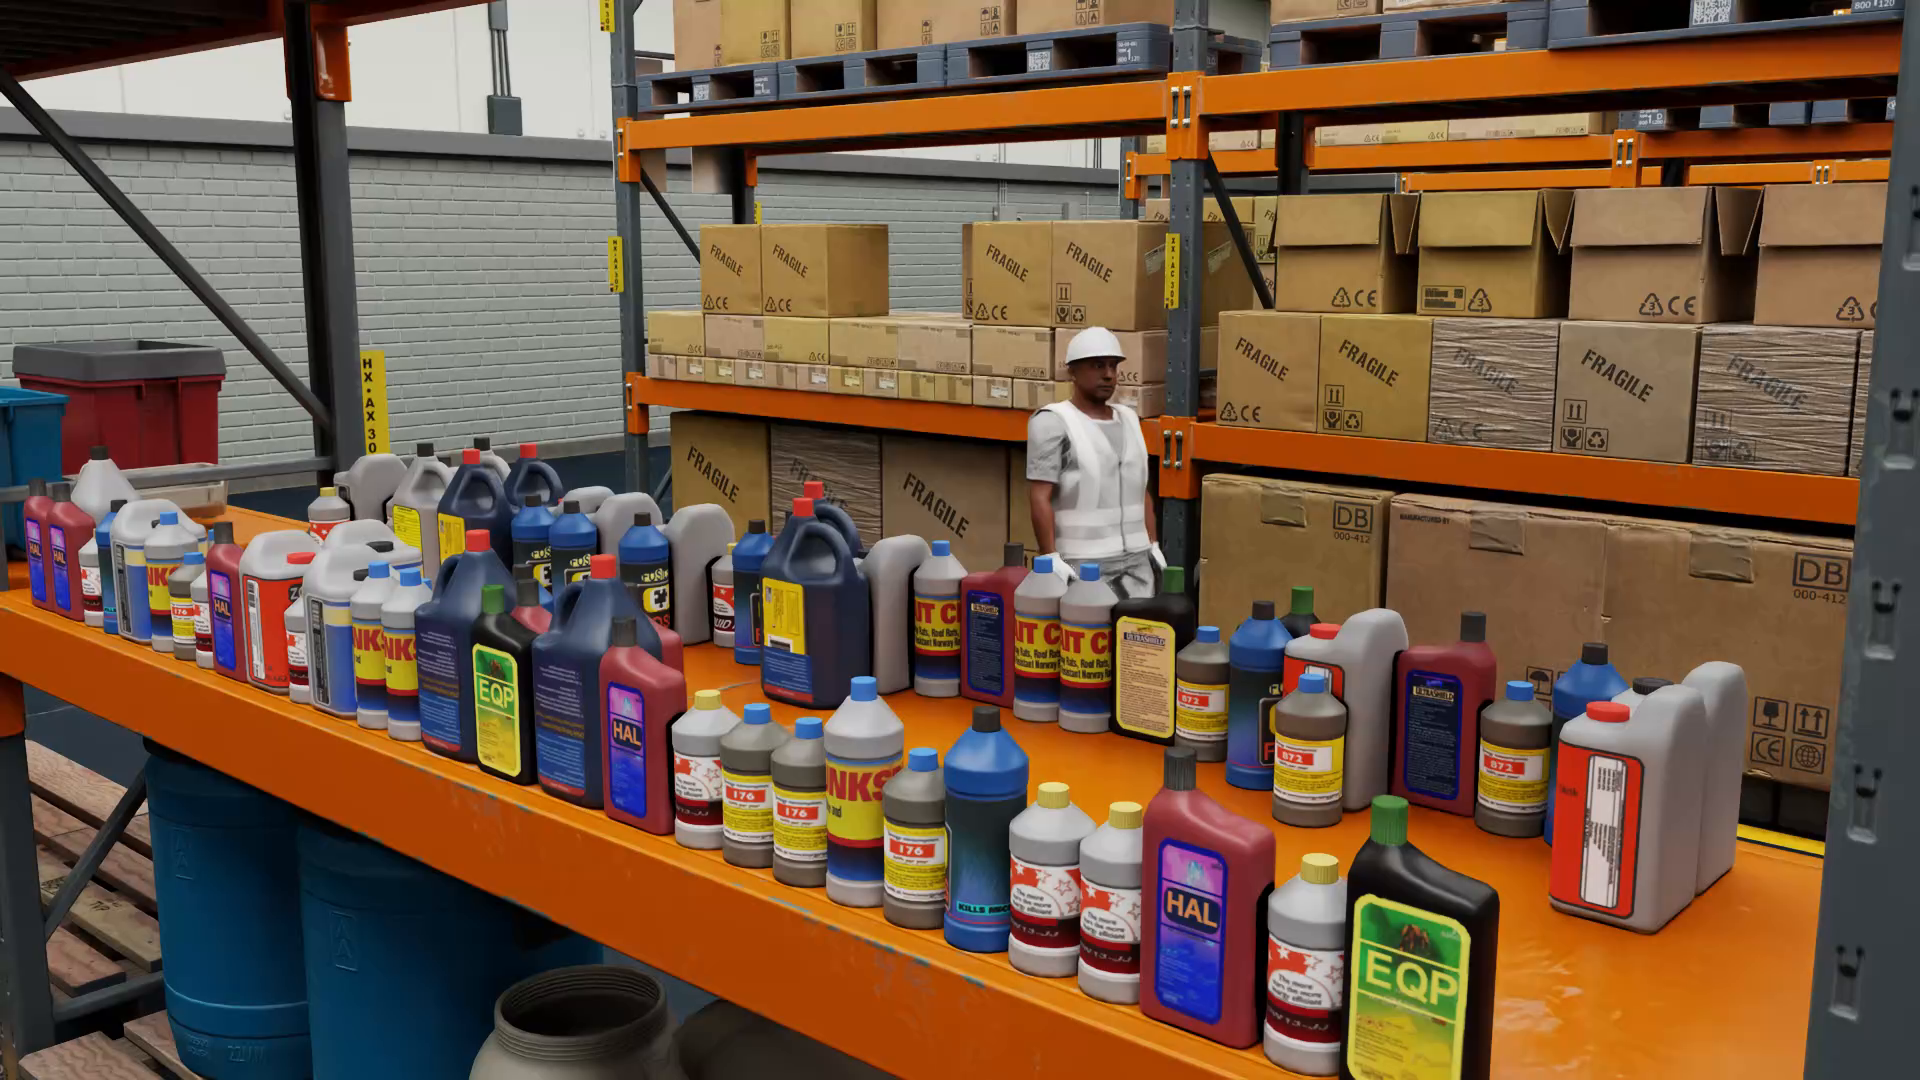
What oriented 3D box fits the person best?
[{"bbox_3d":[0.556,0.076,6.373,0.591,1.771,0.740,-7,12,-36],"label":"person"}]
